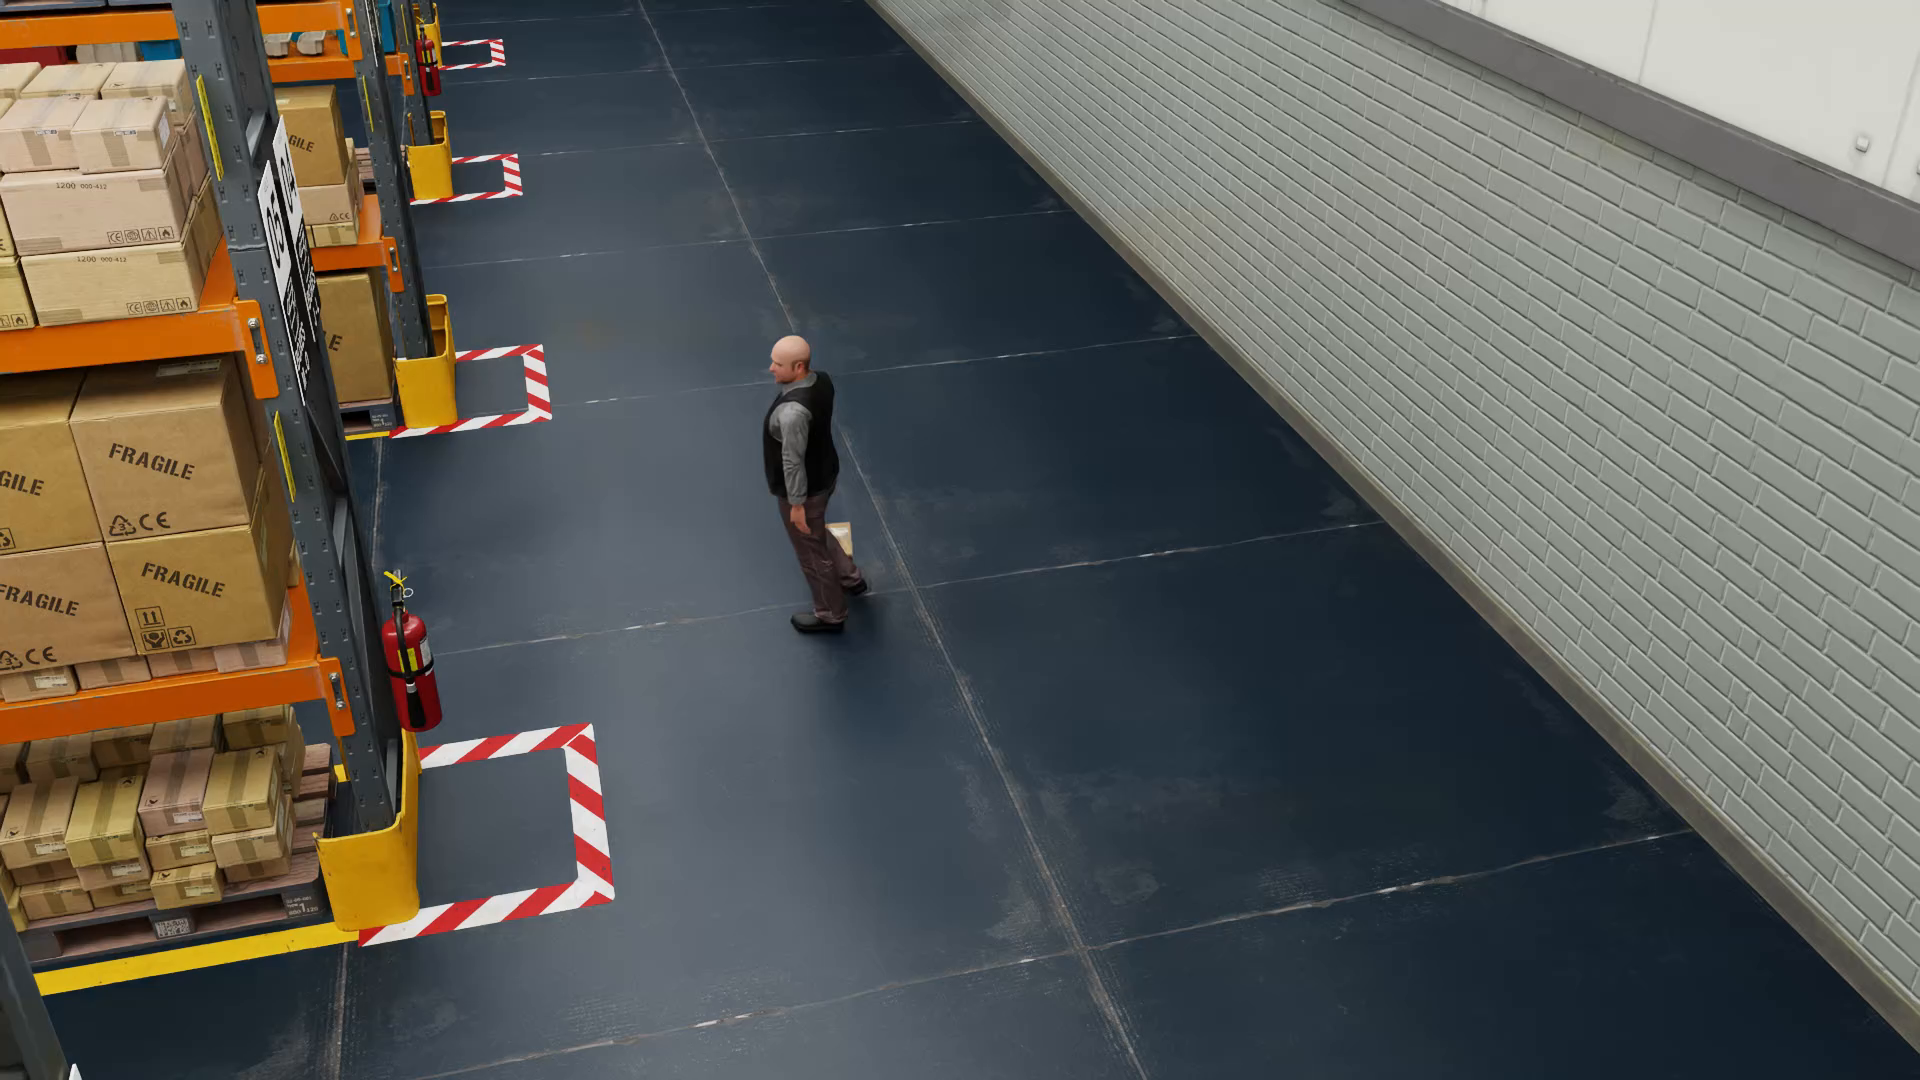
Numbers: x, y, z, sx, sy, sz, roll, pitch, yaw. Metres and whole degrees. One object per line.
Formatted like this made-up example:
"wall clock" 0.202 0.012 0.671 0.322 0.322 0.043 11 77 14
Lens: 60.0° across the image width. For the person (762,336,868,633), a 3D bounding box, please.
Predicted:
"person" -0.765 -0.303 8.753 0.455 1.713 0.687 7 31 11
